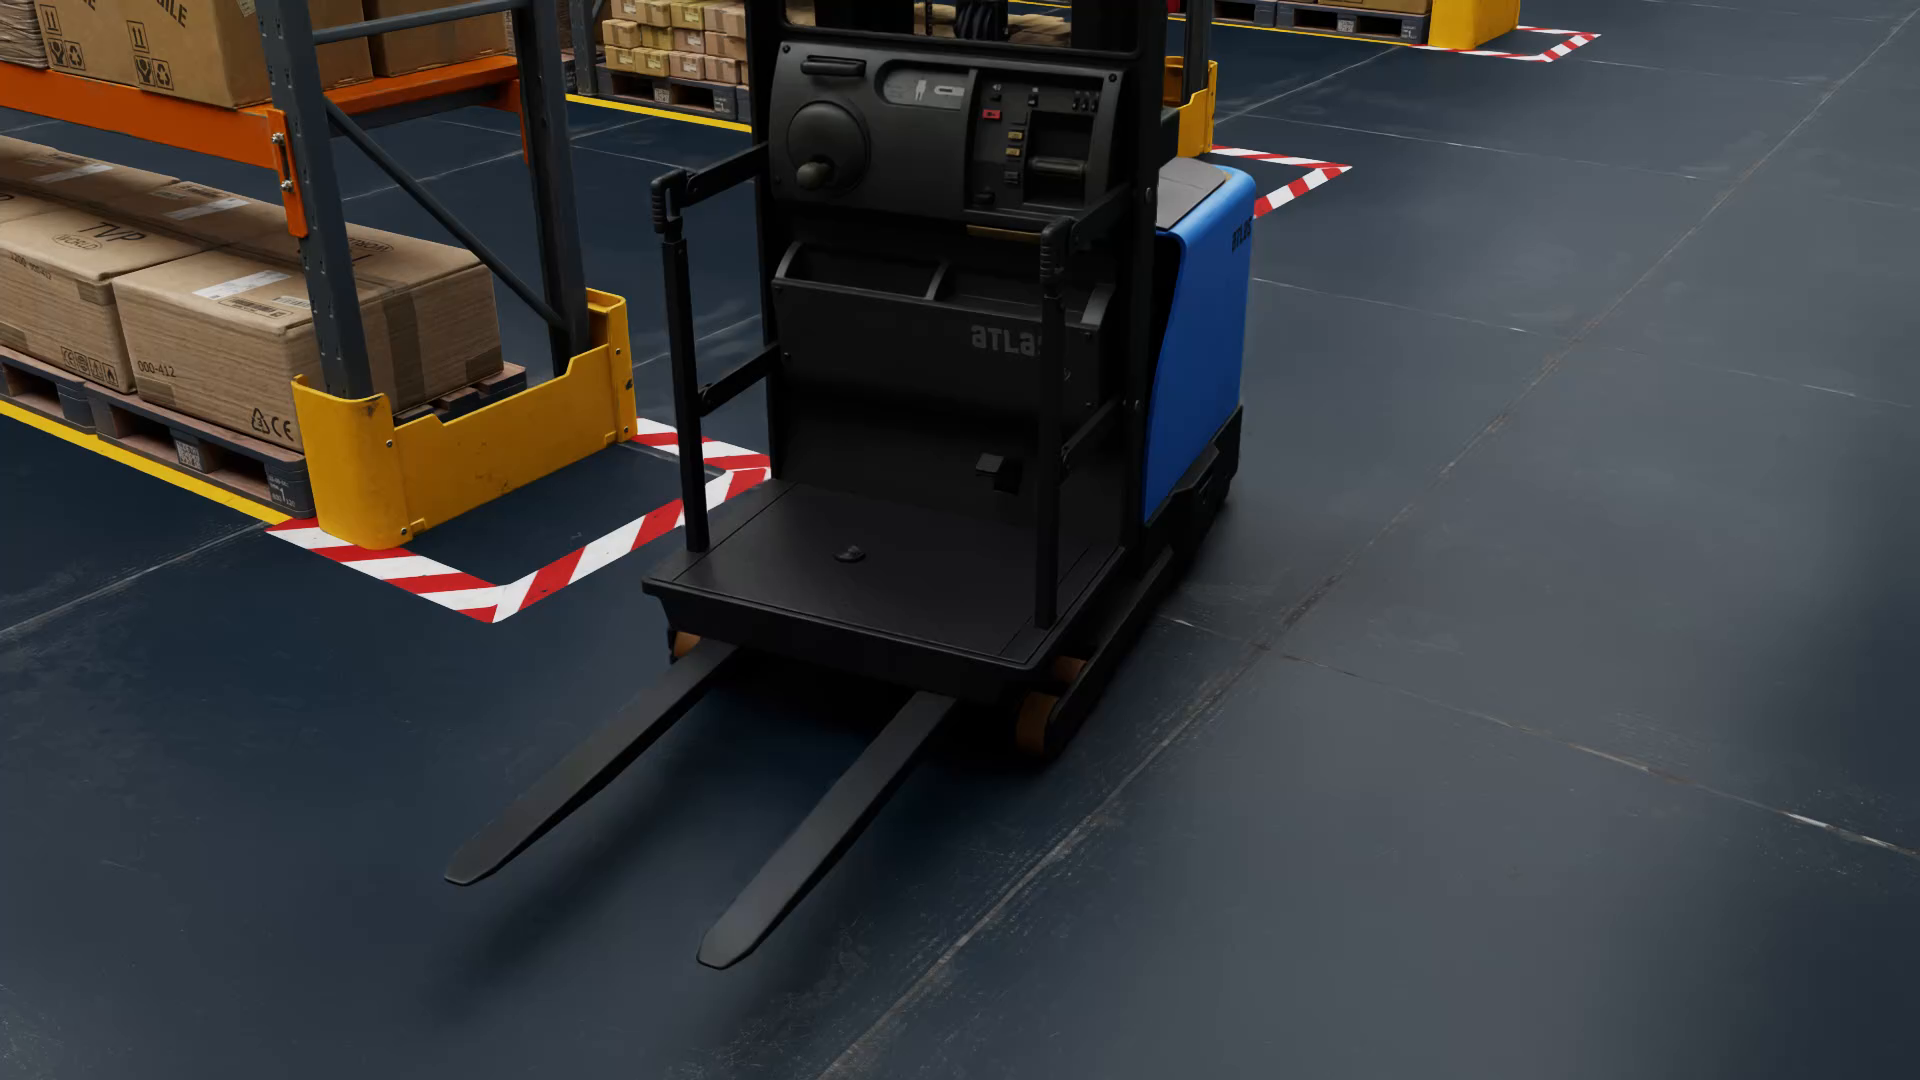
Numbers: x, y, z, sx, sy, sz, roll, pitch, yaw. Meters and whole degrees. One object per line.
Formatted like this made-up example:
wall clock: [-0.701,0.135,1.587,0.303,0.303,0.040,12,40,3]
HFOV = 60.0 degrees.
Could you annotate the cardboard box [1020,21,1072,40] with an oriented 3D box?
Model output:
cardboard box: [0.554,-2.906,9.677,0.250,0.149,0.380,18,32,31]

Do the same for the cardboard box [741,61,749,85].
cardboard box: [-1.157,-2.952,10.423,0.250,0.149,0.380,16,31,28]

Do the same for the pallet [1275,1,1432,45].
pallet: [3.277,-4.199,13.267,1.213,0.211,1.003,17,32,30]

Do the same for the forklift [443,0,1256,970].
forklift: [-0.136,-0.981,3.947,1.130,2.935,3.031,11,29,21]

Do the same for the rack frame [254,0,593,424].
rack frame: [-1.630,-1.560,5.009,0.127,3.000,1.000,17,32,30]

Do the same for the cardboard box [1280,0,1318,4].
cardboard box: [2.658,-4.874,13.399,0.875,0.875,0.875,17,32,30]

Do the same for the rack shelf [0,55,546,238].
rack shelf: [-3.279,-1.753,6.181,4.000,0.370,1.077,17,32,30]

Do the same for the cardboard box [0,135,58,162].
cardboard box: [-4.470,-1.431,7.117,0.875,0.438,0.875,17,31,30]

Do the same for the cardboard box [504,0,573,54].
cardboard box: [-2.961,-3.633,11.375,0.500,0.500,0.500,17,31,29]

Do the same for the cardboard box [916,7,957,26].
cardboard box: [-0.055,-3.126,10.110,0.250,0.149,0.380,19,32,32]

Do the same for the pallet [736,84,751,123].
pallet: [-0.625,-2.749,10.419,1.213,0.211,1.003,17,32,30]

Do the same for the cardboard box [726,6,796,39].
cardboard box: [-1.220,-3.186,10.228,0.250,0.149,0.380,18,32,31]

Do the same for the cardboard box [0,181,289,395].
cardboard box: [-2.990,-0.970,6.210,0.875,0.438,0.875,18,32,32]

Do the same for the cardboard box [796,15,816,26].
cardboard box: [-0.768,-3.069,9.998,0.250,0.149,0.380,17,32,31]

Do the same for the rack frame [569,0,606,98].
rack frame: [-2.208,-4.464,10.715,0.127,3.000,1.000,17,32,30]

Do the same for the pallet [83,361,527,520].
pallet: [-2.333,-0.494,5.987,1.213,0.211,1.003,17,32,30]

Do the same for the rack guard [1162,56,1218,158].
rack guard: [1.027,-2.342,9.302,0.348,0.500,1.175,17,32,30]

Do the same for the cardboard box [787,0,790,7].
cardboard box: [-1.155,-3.444,10.734,0.250,0.149,0.380,18,32,32]

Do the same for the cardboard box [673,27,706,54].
cardboard box: [-1.610,-3.220,10.622,0.250,0.149,0.380,17,32,30]

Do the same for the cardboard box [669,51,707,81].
cardboard box: [-1.636,-3.054,10.625,0.250,0.149,0.380,17,32,30]

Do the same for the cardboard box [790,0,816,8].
cardboard box: [-0.880,-3.409,10.665,0.250,0.149,0.380,16,31,28]

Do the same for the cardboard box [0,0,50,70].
cardboard box: [-3.012,-1.893,5.552,0.500,0.500,0.500,18,32,32]

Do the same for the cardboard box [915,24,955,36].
cardboard box: [-0.128,-2.855,9.577,0.250,0.149,0.380,16,31,28]

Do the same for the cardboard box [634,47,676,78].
cardboard box: [-1.870,-3.099,10.712,0.250,0.149,0.380,18,32,32]

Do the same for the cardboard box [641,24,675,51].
cardboard box: [-1.831,-3.269,10.719,0.250,0.149,0.380,18,32,31]

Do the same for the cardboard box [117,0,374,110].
cardboard box: [-2.178,-1.630,5.035,0.500,0.500,0.500,18,32,31]

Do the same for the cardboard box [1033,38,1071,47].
cardboard box: [0.509,-2.660,9.194,0.250,0.149,0.380,18,32,31]

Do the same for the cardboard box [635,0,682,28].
cardboard box: [-1.848,-3.387,10.622,0.250,0.149,0.380,19,33,33]

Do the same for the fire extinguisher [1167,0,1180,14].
fire extinguisher: [1.036,-2.999,8.332,0.183,0.674,0.296,17,32,30]

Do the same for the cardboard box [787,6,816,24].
cardboard box: [-0.949,-3.147,10.151,0.250,0.149,0.380,16,31,28]

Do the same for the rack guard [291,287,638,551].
rack guard: [-1.610,-0.440,5.564,0.348,0.500,1.175,17,32,30]

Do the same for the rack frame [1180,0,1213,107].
rack frame: [1.089,-3.437,8.696,0.127,3.000,1.000,17,32,30]

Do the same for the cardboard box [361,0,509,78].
cardboard box: [-1.863,-1.835,5.439,0.500,0.500,0.500,17,32,30]

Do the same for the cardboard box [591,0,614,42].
cardboard box: [-2.667,-3.826,11.754,0.500,0.500,0.500,19,32,32]

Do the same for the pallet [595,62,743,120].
pallet: [-1.634,-3.062,11.034,1.213,0.211,1.003,17,32,30]

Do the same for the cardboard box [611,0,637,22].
cardboard box: [-2.041,-3.480,10.805,0.250,0.149,0.380,19,32,32]

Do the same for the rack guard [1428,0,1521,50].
rack guard: [4.000,-4.145,12.844,0.348,0.500,1.175,17,32,30]

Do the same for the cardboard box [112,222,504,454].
cardboard box: [-2.231,-0.738,5.754,0.875,0.438,0.875,16,31,29]

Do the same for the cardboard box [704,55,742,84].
cardboard box: [-1.399,-3.008,10.533,0.250,0.149,0.380,17,31,29]

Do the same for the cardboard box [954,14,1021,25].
cardboard box: [0.168,-3.051,9.963,0.250,0.149,0.380,16,31,28]

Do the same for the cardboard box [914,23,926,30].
cardboard box: [-0.381,-2.903,9.672,0.250,0.149,0.380,19,32,32]

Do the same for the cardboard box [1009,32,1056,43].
cardboard box: [0.335,-2.746,9.363,0.250,0.149,0.380,18,32,31]

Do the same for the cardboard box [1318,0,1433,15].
cardboard box: [3.408,-4.640,12.940,0.875,0.875,0.875,17,32,30]

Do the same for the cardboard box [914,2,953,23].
cardboard box: [-0.246,-3.211,10.276,0.250,0.149,0.380,18,32,31]

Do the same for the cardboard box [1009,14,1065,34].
cardboard box: [0.419,-3.019,9.899,0.250,0.149,0.380,17,32,30]

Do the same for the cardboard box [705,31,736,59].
cardboard box: [-1.389,-3.150,10.484,0.250,0.149,0.380,16,31,28]

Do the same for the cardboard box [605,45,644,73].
cardboard box: [-2.090,-3.167,10.846,0.250,0.149,0.380,16,31,28]

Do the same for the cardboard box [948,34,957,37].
cardboard box: [0.049,-2.765,9.400,0.250,0.149,0.380,17,31,29]

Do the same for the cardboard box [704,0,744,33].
cardboard box: [-1.384,-3.282,10.416,0.250,0.149,0.380,16,31,29]

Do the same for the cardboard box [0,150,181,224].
cardboard box: [-3.732,-1.202,6.666,0.875,0.438,0.875,16,31,29]

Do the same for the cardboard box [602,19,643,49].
cardboard box: [-2.090,-3.300,10.780,0.250,0.149,0.380,19,33,33]

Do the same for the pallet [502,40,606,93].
pallet: [-2.851,-3.421,11.739,1.213,0.211,1.003,17,32,30]

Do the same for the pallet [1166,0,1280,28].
pallet: [2.276,-4.512,13.884,1.213,0.211,1.003,17,32,30]

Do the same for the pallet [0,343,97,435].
pallet: [-3.335,-0.807,6.603,1.213,0.211,1.003,17,32,30]

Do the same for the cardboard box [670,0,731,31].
cardboard box: [-1.611,-3.340,10.531,0.250,0.149,0.380,17,31,30]

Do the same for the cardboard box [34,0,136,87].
cardboard box: [-2.583,-1.764,5.299,0.500,0.500,0.500,17,31,29]

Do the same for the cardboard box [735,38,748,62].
cardboard box: [-1.175,-3.070,10.328,0.250,0.149,0.380,19,33,33]

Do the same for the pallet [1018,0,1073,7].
pallet: [1.266,-4.825,14.499,1.213,0.211,1.003,17,32,30]
